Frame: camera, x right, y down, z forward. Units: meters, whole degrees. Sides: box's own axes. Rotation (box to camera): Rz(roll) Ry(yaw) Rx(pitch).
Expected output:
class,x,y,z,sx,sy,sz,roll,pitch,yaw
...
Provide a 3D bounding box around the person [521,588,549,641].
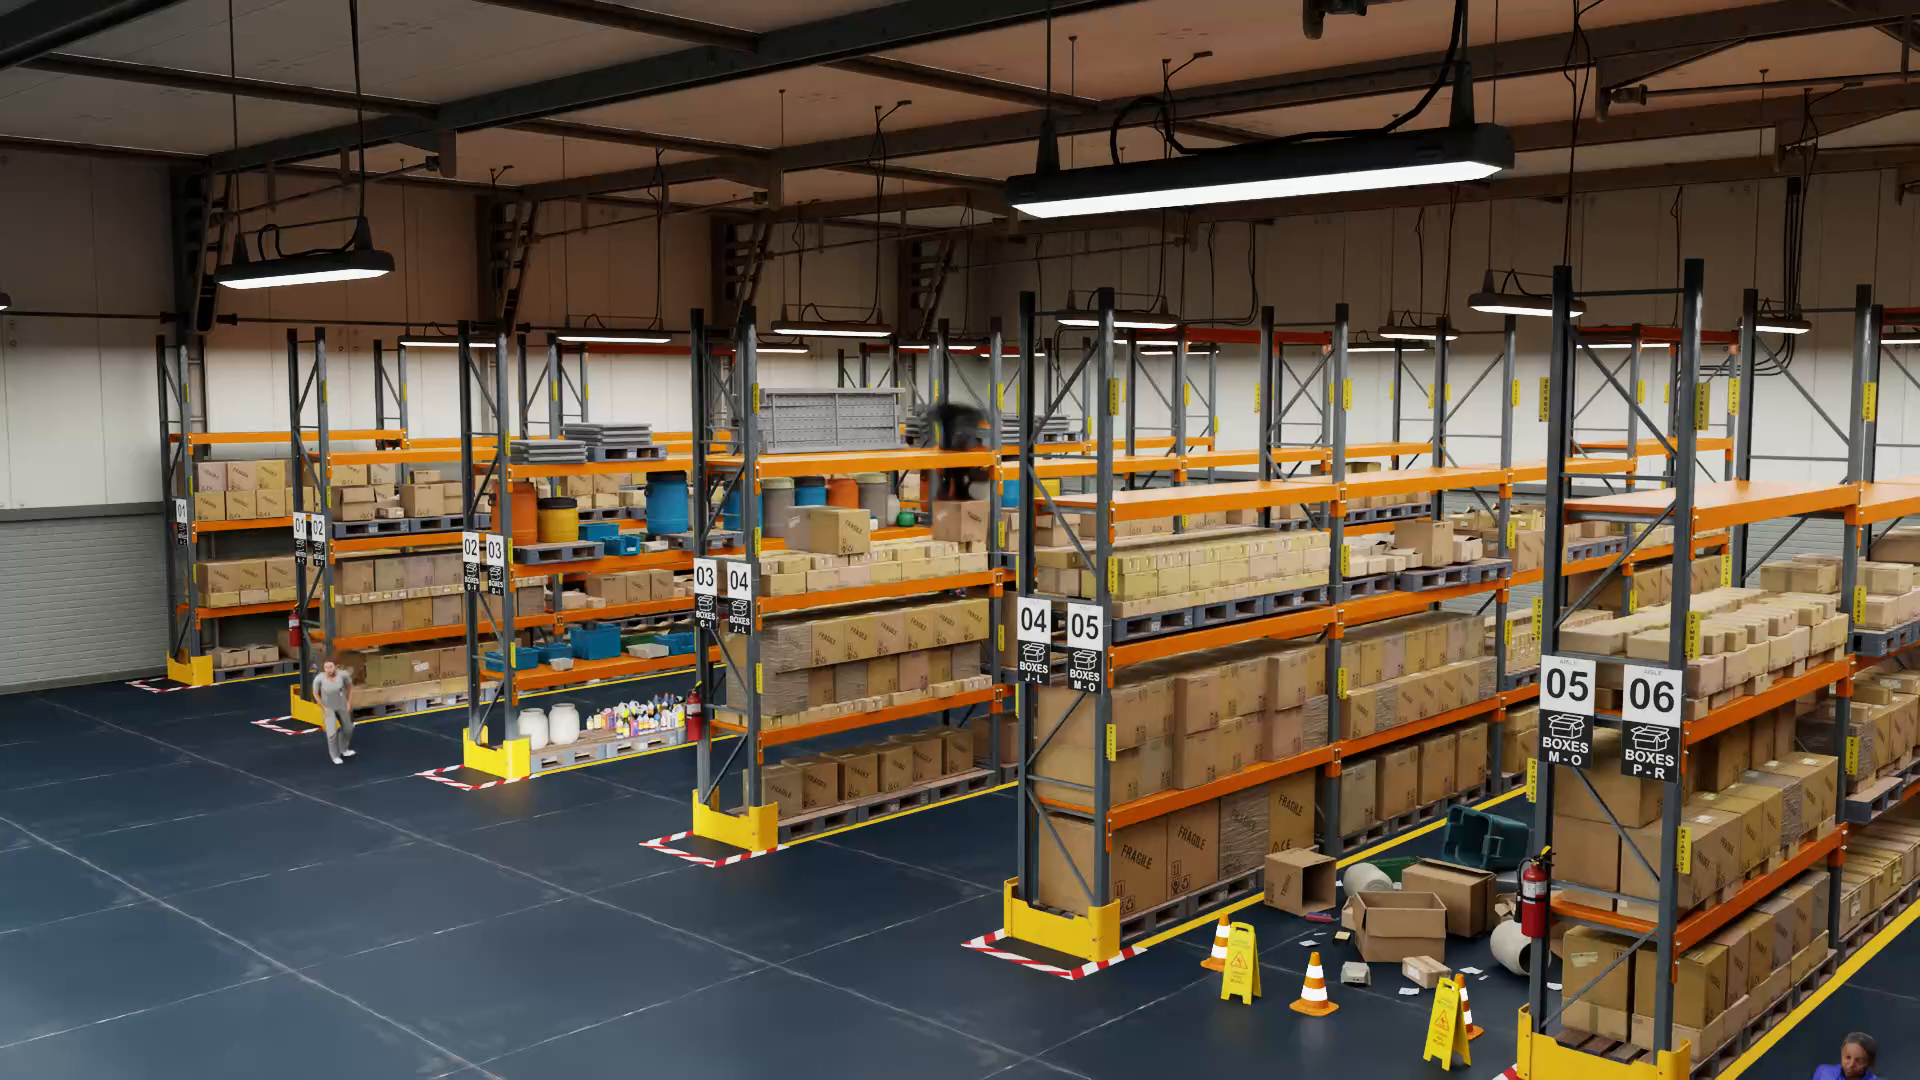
class,x,y,z,sx,sy,sz,roll,pitch,yaw
person,-8.090,1.390,31.292,0.551,1.738,0.812,4,7,38

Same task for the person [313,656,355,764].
class,x,y,z,sx,sy,sz,roll,pitch,yaw
person,-8.514,2.282,22.628,0.600,1.529,0.804,-4,6,-34

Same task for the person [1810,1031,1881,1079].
class,x,y,z,sx,sy,sz,roll,pitch,yaw
person,5.005,3.486,9.423,0.672,1.594,0.612,5,7,43
